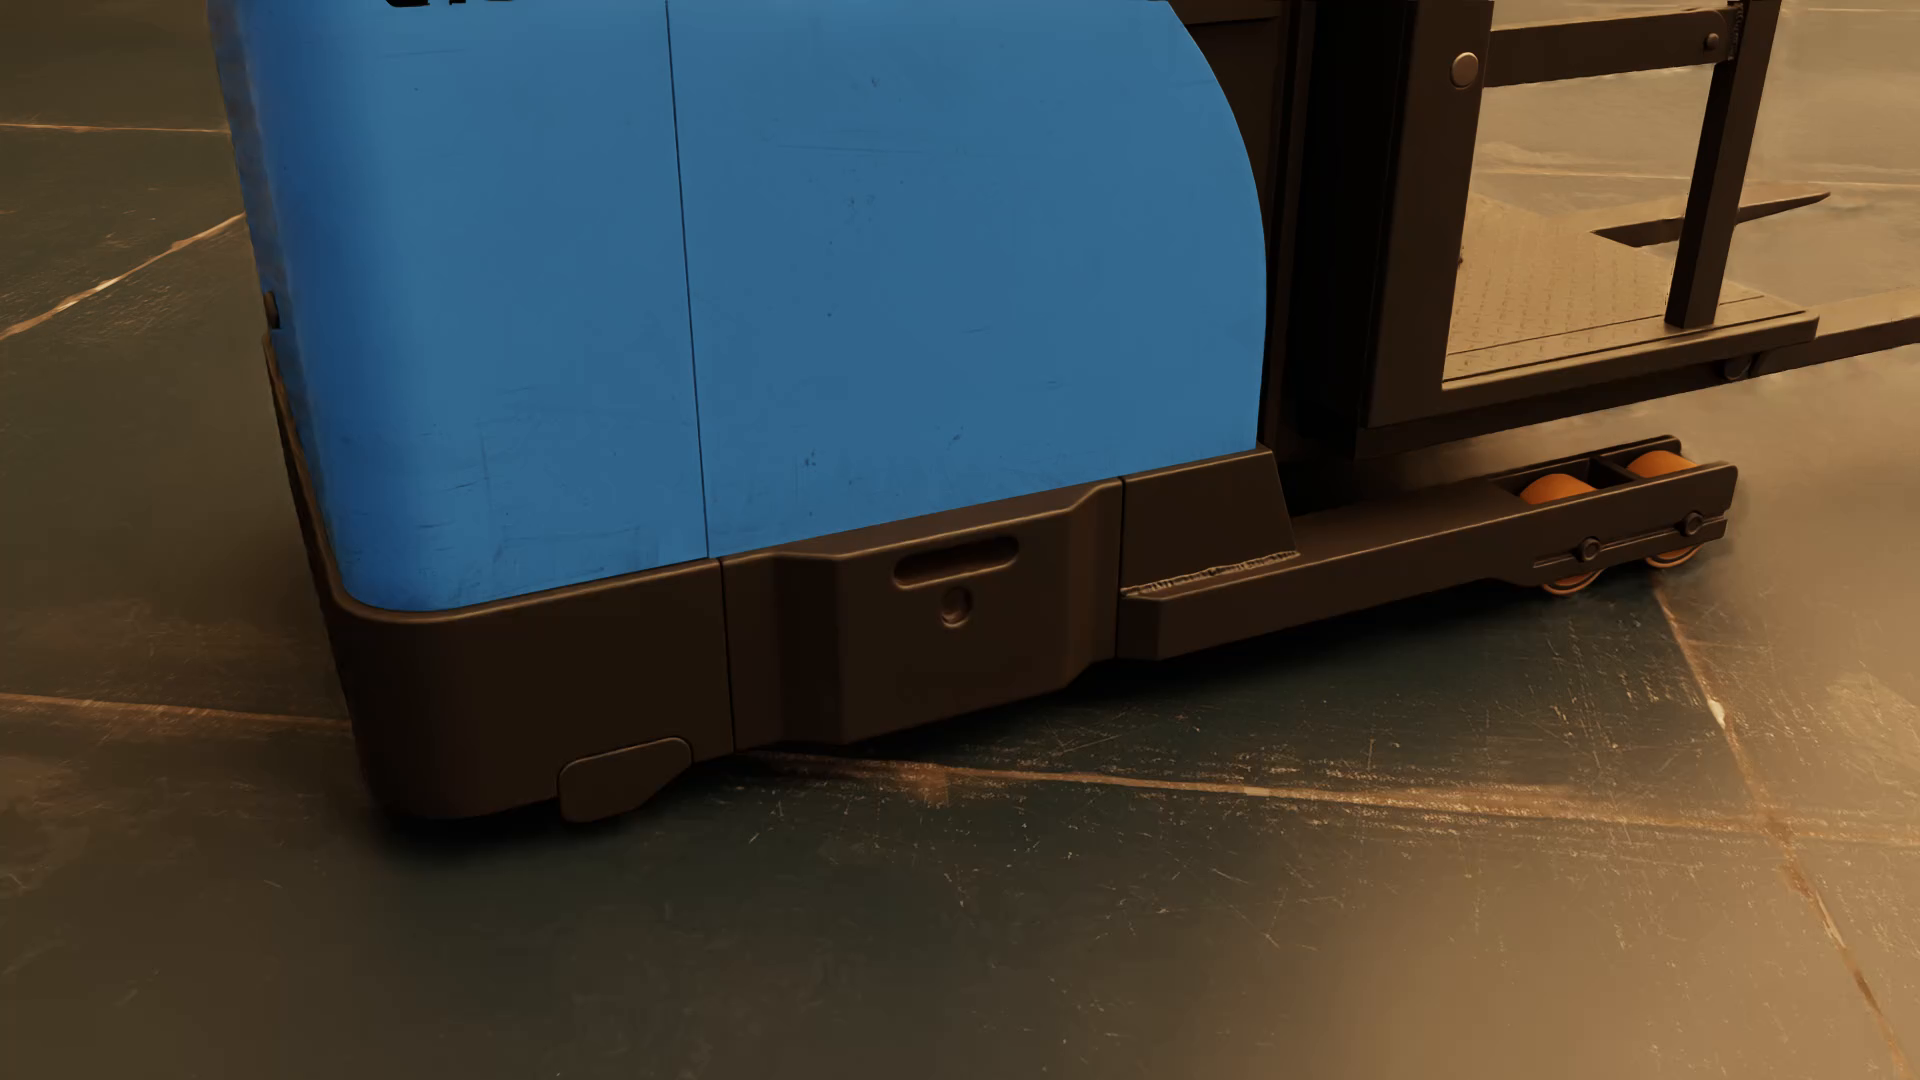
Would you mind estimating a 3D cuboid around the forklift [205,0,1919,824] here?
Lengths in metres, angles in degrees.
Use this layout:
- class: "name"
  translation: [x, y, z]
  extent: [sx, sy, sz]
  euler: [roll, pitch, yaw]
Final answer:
- class: "forklift"
  translation: [0.553, -1.436, 2.094]
  extent: [3.031, 2.935, 1.130]
  euler: [-12, 29, -22]
